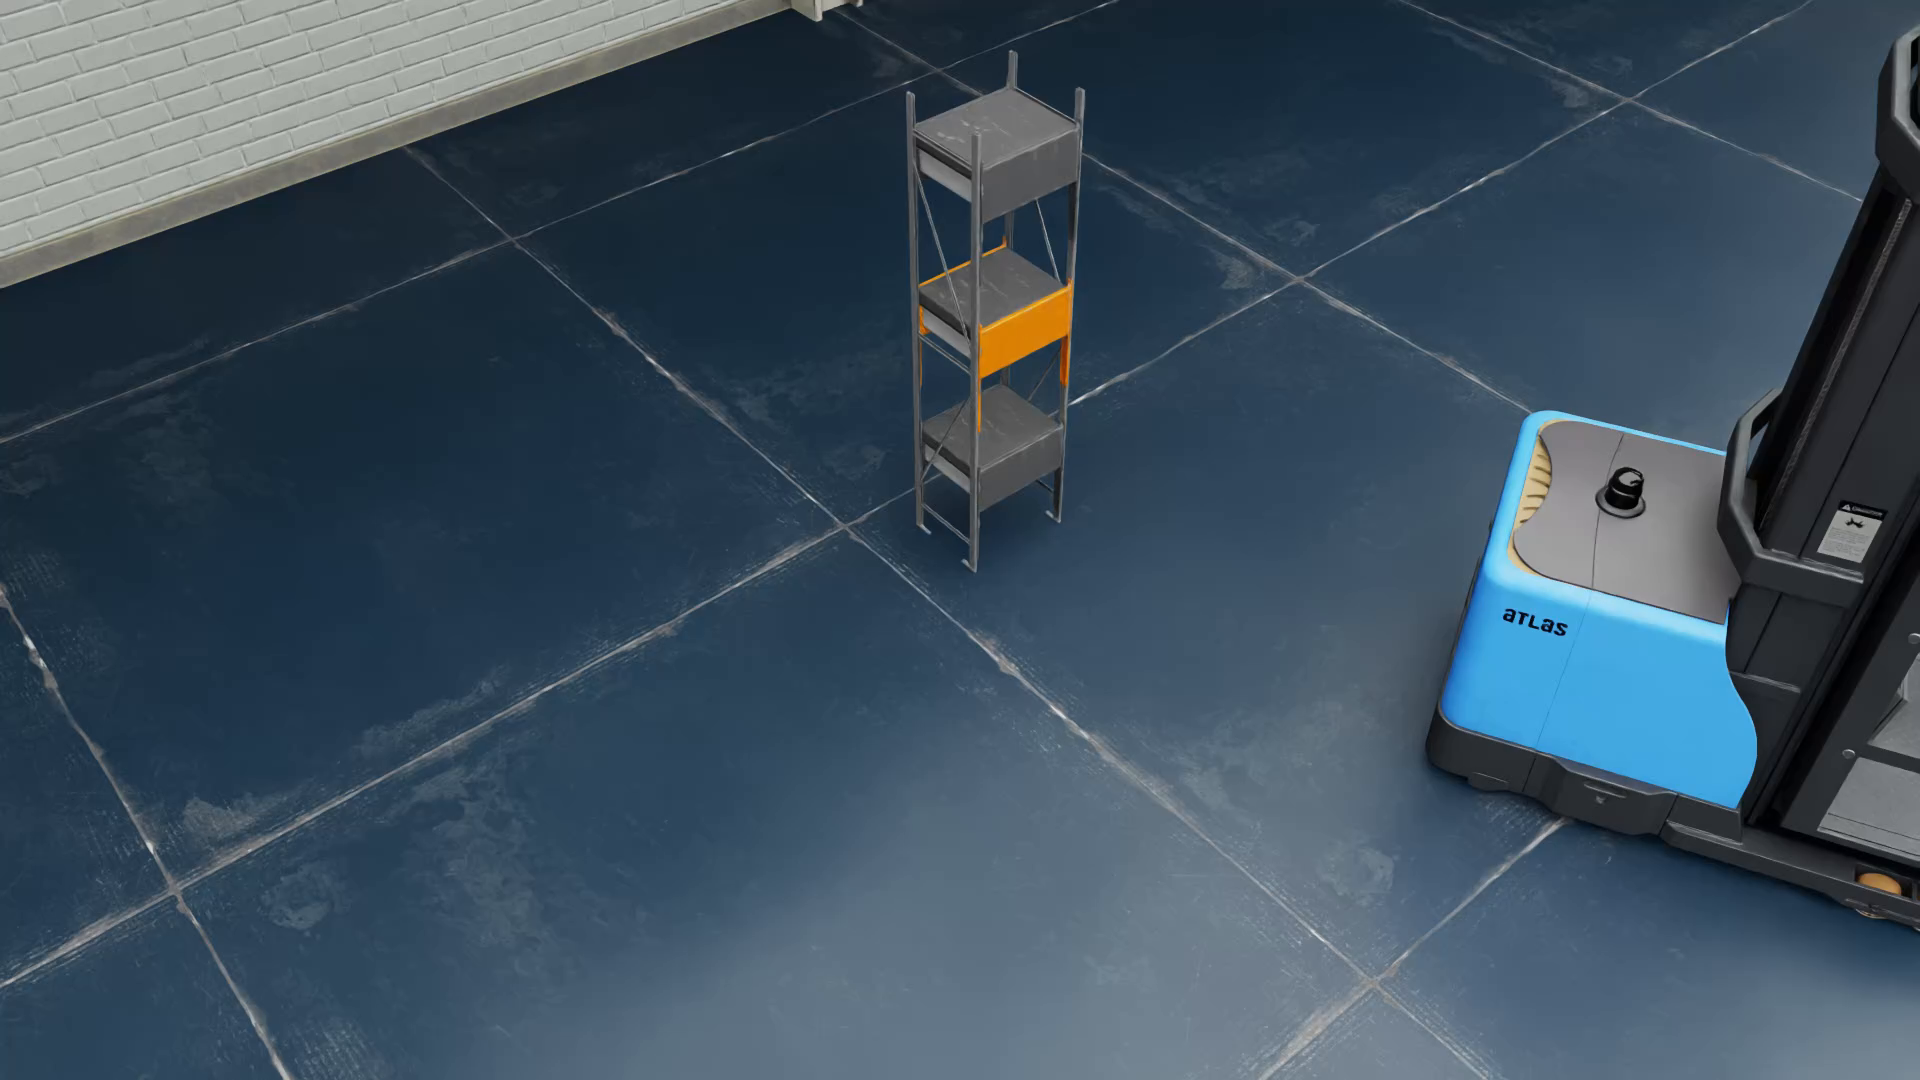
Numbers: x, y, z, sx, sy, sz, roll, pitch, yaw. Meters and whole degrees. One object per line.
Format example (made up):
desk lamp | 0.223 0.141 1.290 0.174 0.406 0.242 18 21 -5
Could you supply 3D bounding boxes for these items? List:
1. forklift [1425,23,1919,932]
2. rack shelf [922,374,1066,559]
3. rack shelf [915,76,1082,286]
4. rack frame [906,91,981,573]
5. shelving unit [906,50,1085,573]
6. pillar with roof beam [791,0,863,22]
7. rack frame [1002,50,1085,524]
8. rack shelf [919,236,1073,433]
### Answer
forklift | 3.342 -0.097 5.266 3.031 2.935 1.130 16 46 17
rack shelf | 0.127 -0.318 7.151 0.480 0.518 0.431 -30 51 -28
rack shelf | 0.127 -1.338 6.192 0.480 0.518 0.431 -30 51 -28
rack frame | -0.060 -0.731 6.548 0.015 2.100 0.400 -30 51 -28
shelving unit | 0.127 -0.838 6.662 0.503 2.100 0.431 -30 51 -28
pillar with roof beam | 1.868 -4.594 5.621 0.400 9.000 9.100 -30 51 -28
rack frame | 0.314 -0.945 6.776 0.015 2.100 0.400 -30 51 -28
rack shelf | 0.127 -0.828 6.672 0.480 0.518 0.431 -30 51 -28
